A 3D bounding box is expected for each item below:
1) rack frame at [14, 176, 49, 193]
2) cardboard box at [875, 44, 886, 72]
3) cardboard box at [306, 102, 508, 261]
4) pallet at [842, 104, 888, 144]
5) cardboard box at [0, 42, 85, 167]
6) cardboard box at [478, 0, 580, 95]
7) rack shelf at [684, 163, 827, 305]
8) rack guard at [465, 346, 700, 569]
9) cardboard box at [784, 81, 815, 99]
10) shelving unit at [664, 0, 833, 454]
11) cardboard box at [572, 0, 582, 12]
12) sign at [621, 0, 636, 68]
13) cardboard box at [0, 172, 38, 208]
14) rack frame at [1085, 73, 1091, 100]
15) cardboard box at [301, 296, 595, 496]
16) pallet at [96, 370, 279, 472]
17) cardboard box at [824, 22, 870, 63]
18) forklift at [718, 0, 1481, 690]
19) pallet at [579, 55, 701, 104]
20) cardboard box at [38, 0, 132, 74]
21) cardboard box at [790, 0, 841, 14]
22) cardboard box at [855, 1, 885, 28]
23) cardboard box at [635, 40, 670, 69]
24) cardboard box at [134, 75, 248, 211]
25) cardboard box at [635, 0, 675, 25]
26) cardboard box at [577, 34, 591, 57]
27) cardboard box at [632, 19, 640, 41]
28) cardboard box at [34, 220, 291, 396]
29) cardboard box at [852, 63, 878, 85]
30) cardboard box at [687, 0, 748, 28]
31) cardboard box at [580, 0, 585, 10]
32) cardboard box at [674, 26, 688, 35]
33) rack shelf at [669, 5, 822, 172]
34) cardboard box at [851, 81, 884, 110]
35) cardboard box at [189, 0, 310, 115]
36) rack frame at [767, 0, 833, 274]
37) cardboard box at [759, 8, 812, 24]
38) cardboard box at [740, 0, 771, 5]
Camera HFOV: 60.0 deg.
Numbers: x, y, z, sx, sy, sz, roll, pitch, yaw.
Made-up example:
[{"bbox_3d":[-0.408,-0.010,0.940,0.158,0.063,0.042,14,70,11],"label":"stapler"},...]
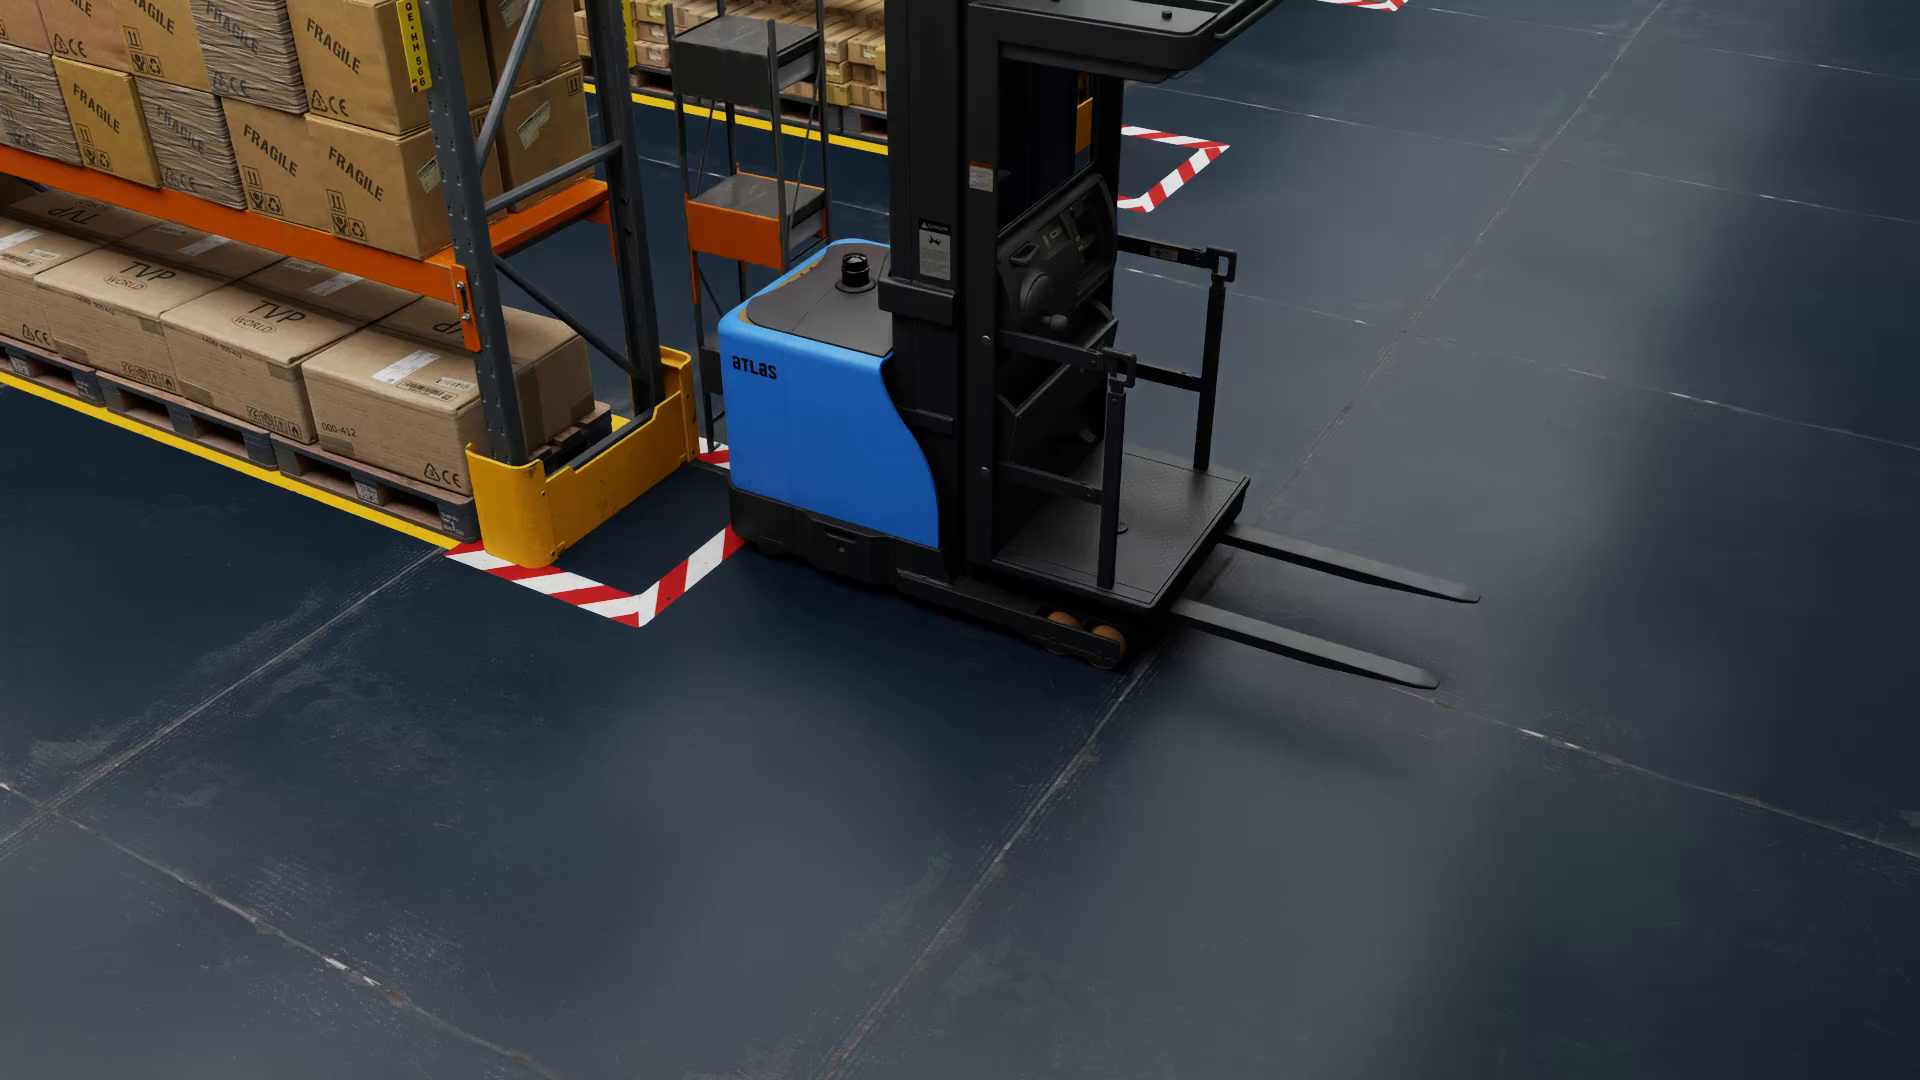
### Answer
[{"bbox_3d":[-5.138,-2.546,8.367,0.127,3.000,1.000,18,37,24],"label":"rack frame"},{"bbox_3d":[-0.360,-3.222,11.039,0.250,0.149,0.380,17,37,23],"label":"cardboard box"},{"bbox_3d":[-2.215,-1.493,6.696,0.500,0.500,0.500,18,38,25],"label":"cardboard box"},{"bbox_3d":[-0.051,-2.957,11.500,1.213,0.211,1.003,18,37,24],"label":"pallet"},{"bbox_3d":[-3.997,-2.052,7.536,0.500,0.500,0.500,18,38,25],"label":"cardboard box"},{"bbox_3d":[-1.941,-2.173,6.815,0.500,0.500,0.500,17,37,23],"label":"cardboard box"},{"bbox_3d":[-0.878,-1.310,7.347,0.480,0.518,0.431,16,37,22],"label":"rack shelf"},{"bbox_3d":[-1.644,-0.399,7.398,0.348,0.500,1.175,18,37,24],"label":"rack guard"},{"bbox_3d":[-1.018,-3.211,11.559,0.250,0.149,0.380,18,38,25],"label":"cardboard box"},{"bbox_3d":[-0.878,-1.321,7.340,0.503,2.100,0.431,16,37,22],"label":"shelving unit"},{"bbox_3d":[-3.280,-4.421,13.059,0.500,0.500,0.500,19,38,26],"label":"cardboard box"},{"bbox_3d":[-1.385,-2.105,6.852,0.005,0.325,0.100,18,37,24],"label":"sign"},{"bbox_3d":[-5.716,-1.969,9.038,0.875,0.875,0.875,19,38,26],"label":"cardboard box"},{"bbox_3d":[0.703,-3.856,10.334,0.127,3.000,1.000,18,37,24],"label":"rack frame"},{"bbox_3d":[-2.288,-0.688,7.509,0.875,0.438,0.875,16,37,23],"label":"cardboard box"},{"bbox_3d":[-3.453,-0.804,8.267,1.213,0.211,1.003,18,37,24],"label":"pallet"},{"bbox_3d":[-0.814,-3.371,11.262,0.250,0.149,0.380,19,38,26],"label":"cardboard box"},{"bbox_3d":[0.555,-1.054,6.189,3.031,2.935,1.130,17,37,23],"label":"forklift"},{"bbox_3d":[-2.169,-3.628,12.507,1.213,0.211,1.003,18,37,24],"label":"pallet"},{"bbox_3d":[-3.534,-2.328,7.048,0.500,0.500,0.500,17,37,24],"label":"cardboard box"},{"bbox_3d":[-1.001,-3.775,11.869,0.250,0.149,0.380,18,38,25],"label":"cardboard box"},{"bbox_3d":[-0.530,-3.657,11.692,0.250,0.149,0.380,19,38,26],"label":"cardboard box"},{"bbox_3d":[-2.140,-3.573,12.102,0.250,0.149,0.380,17,37,24],"label":"cardboard box"},{"bbox_3d":[-3.095,-1.775,7.119,0.500,0.500,0.500,19,38,26],"label":"cardboard box"},{"bbox_3d":[-2.120,-3.847,11.978,0.250,0.149,0.380,17,37,24],"label":"cardboard box"},{"bbox_3d":[-2.613,-3.689,12.277,0.250,0.149,0.380,16,37,22],"label":"cardboard box"},{"bbox_3d":[-2.350,-3.788,12.157,0.250,0.149,0.380,18,38,25],"label":"cardboard box"},{"bbox_3d":[-3.869,-1.184,8.255,0.875,0.438,0.875,16,37,23],"label":"cardboard box"},{"bbox_3d":[-0.531,-3.241,11.336,0.250,0.149,0.380,17,37,24],"label":"cardboard box"},{"bbox_3d":[-1.701,-3.677,11.722,0.250,0.149,0.380,18,38,25],"label":"cardboard box"},{"bbox_3d":[-2.573,-3.997,12.203,0.250,0.149,0.380,19,38,26],"label":"cardboard box"},{"bbox_3d":[-1.887,-3.663,11.969,0.250,0.149,0.380,16,37,22],"label":"cardboard box"},{"bbox_3d":[-0.878,-1.893,6.960,0.480,0.518,0.431,16,37,22],"label":"rack shelf"},{"bbox_3d":[-0.538,-3.086,11.372,0.250,0.149,0.380,18,38,25],"label":"cardboard box"},{"bbox_3d":[-2.670,-2.051,6.632,0.500,0.500,0.500,18,38,25],"label":"cardboard box"},{"bbox_3d":[-0.661,-1.260,7.248,0.015,2.100,0.400,16,37,22],"label":"rack frame"},{"bbox_3d":[-1.229,-3.555,11.539,0.250,0.149,0.380,18,38,25],"label":"cardboard box"},{"bbox_3d":[-1.403,-3.964,12.153,0.250,0.149,0.380,16,37,22],"label":"cardboard box"}]
